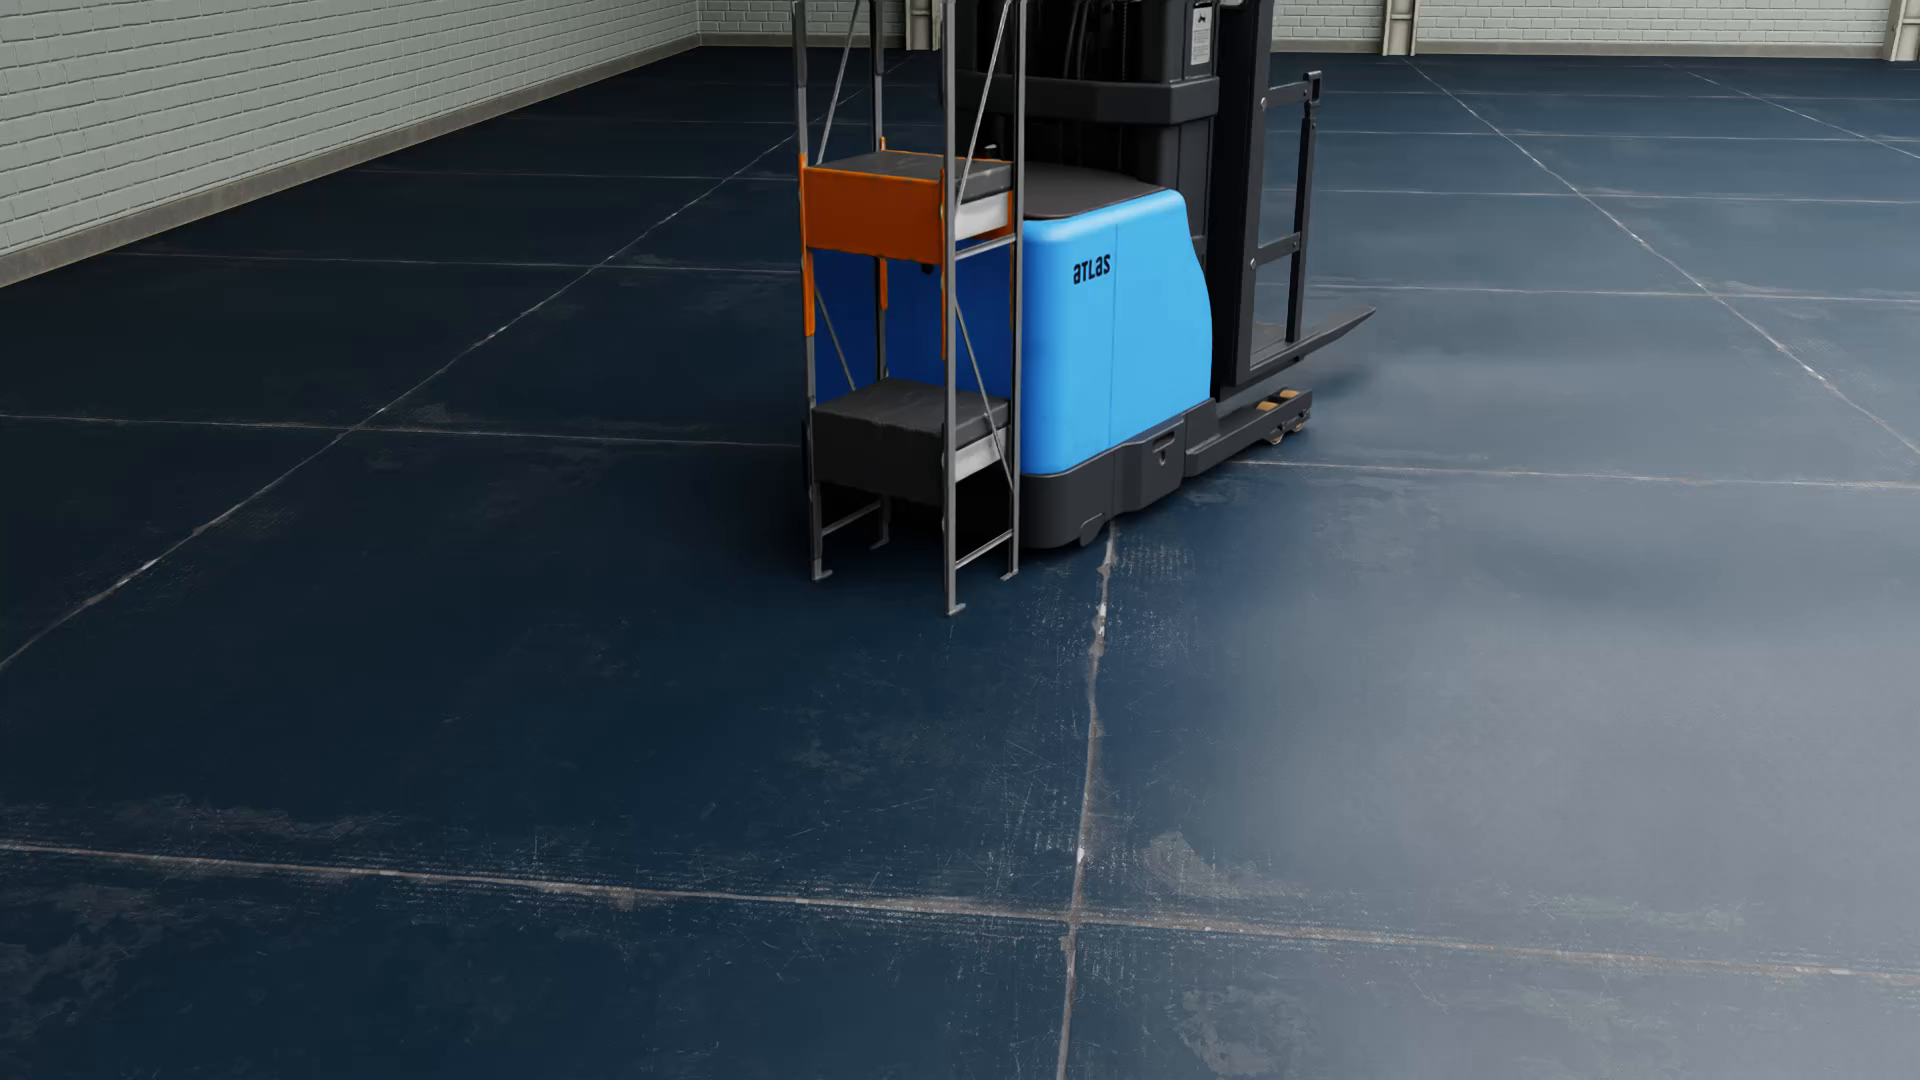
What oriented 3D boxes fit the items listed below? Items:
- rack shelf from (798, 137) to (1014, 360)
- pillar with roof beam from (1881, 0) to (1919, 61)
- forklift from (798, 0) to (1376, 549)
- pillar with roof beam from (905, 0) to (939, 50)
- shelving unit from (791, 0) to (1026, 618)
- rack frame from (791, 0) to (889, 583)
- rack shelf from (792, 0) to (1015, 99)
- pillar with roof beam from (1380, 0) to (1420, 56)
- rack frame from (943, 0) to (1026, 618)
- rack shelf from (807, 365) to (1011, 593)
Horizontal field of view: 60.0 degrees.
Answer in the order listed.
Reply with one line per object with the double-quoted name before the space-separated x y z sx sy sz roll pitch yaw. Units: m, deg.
"rack shelf" -0.137 -0.848 4.766 0.480 0.518 0.431 13 25 30
"pillar with roof beam" 10.927 -8.440 14.550 0.400 9.000 9.100 2 22 6
"forklift" 0.724 -1.818 6.052 1.130 2.935 3.031 15 26 33
"pillar with roof beam" -0.990 -8.960 15.863 0.400 9.000 9.100 2 22 6
"shelving unit" -0.137 -0.861 4.761 0.503 2.100 0.431 13 25 30
"rack frame" -0.344 -0.909 4.882 0.015 2.100 0.400 13 25 30
"rack shelf" -0.137 -1.499 4.509 0.480 0.518 0.431 13 25 30
"pillar with roof beam" 4.969 -8.700 15.206 0.400 9.000 9.100 2 22 6
"rack frame" 0.069 -0.813 4.640 0.015 2.100 0.400 13 25 30
"rack shelf" -0.137 -0.197 5.023 0.480 0.518 0.431 13 25 30
